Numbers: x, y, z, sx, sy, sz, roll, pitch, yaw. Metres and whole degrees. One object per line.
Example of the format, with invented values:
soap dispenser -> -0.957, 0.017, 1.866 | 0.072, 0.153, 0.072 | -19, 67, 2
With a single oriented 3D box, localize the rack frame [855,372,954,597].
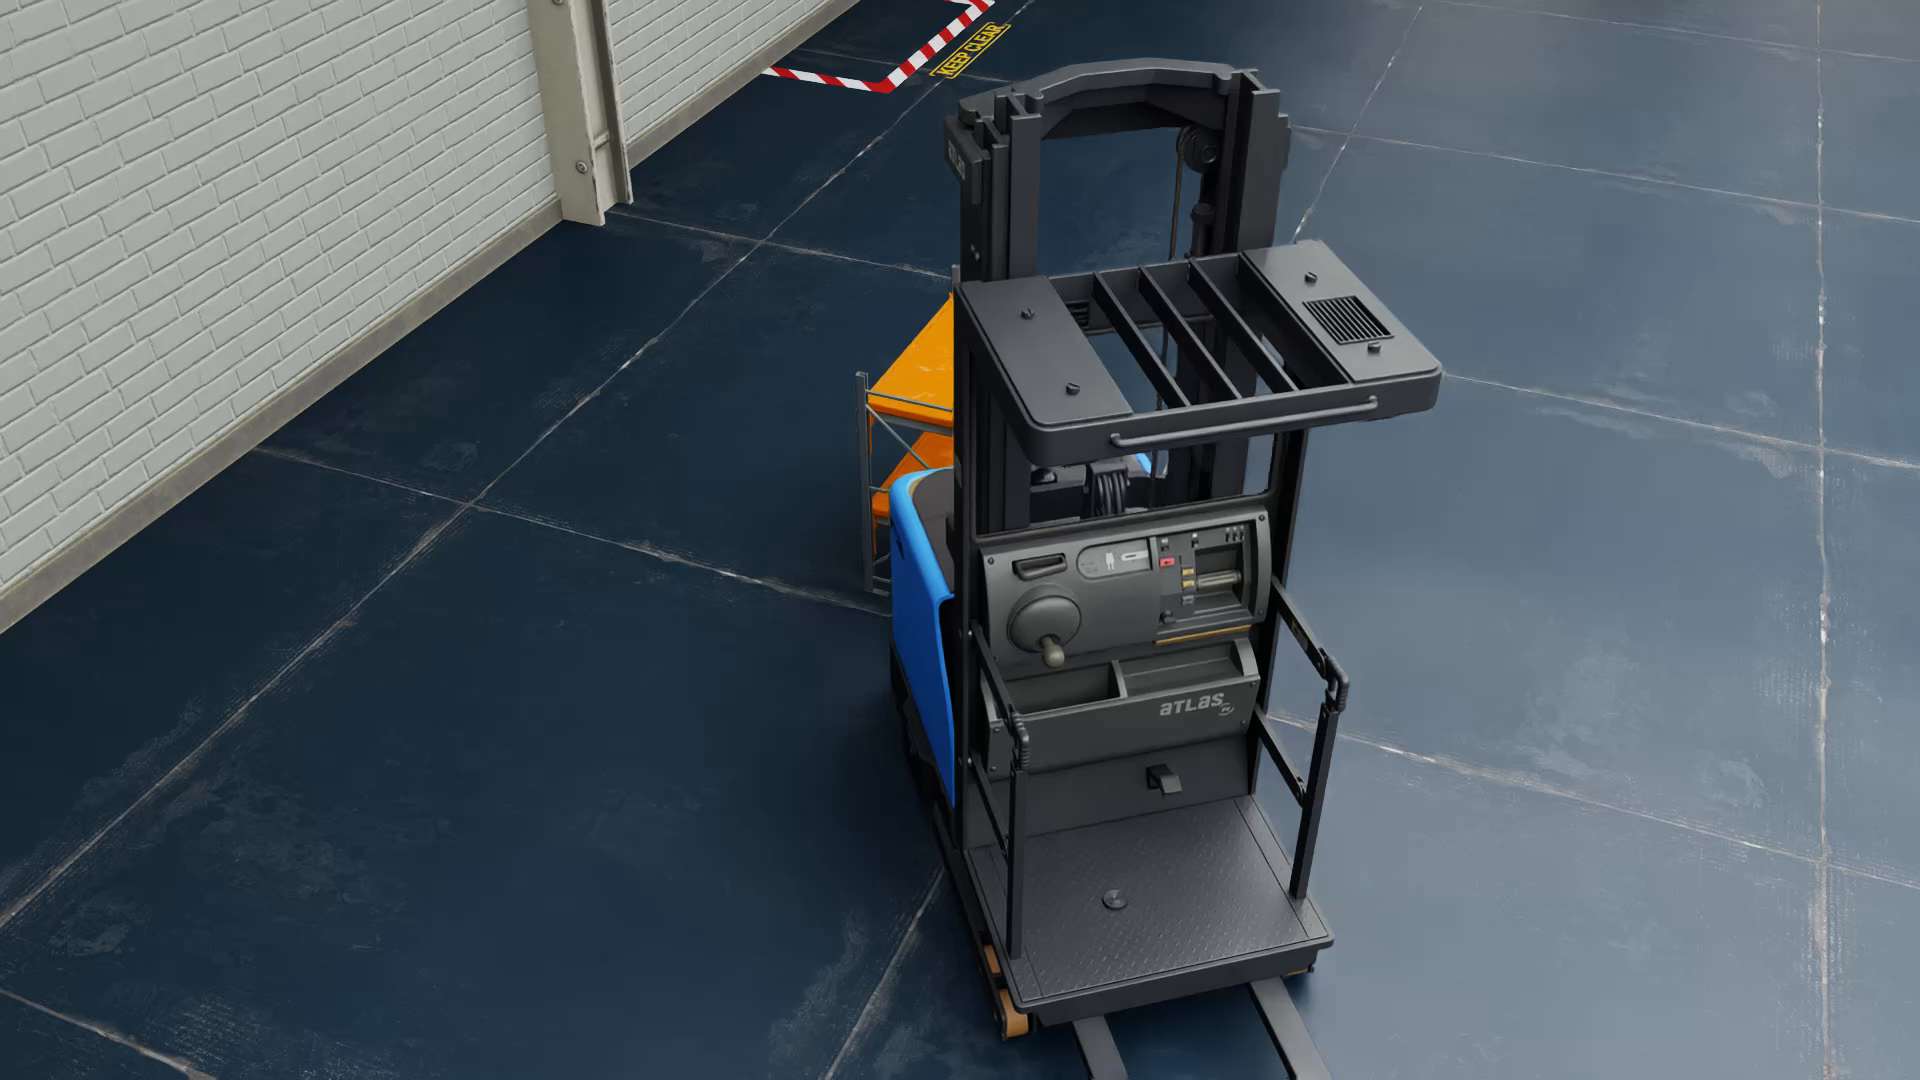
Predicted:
rack frame -> -0.191, -0.173, 7.042 | 0.500, 1.125, 0.032 | 14, 39, 18

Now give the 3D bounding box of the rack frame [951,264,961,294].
rack frame -> 0.196, -0.736, 7.795 | 0.500, 1.125, 0.032 | 14, 39, 18

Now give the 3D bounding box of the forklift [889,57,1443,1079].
forklift -> 0.583, 0.218, 5.010 | 1.130, 2.935, 3.031 | -9, 38, -12

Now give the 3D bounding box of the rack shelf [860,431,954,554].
rack shelf -> 0.003, -0.258, 7.565 | 0.538, 0.278, 1.000 | 14, 39, 18

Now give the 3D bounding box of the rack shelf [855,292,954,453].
rack shelf -> 0.003, -0.689, 7.243 | 0.538, 0.278, 1.000 | 14, 39, 18

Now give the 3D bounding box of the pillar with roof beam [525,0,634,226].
pillar with roof beam -> 1.674, -4.724, 6.554 | 9.100, 9.000, 0.400 | 14, 39, 18

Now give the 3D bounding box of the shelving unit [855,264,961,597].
shelving unit -> 0.003, -0.454, 7.418 | 0.538, 1.125, 1.048 | 14, 39, 18
